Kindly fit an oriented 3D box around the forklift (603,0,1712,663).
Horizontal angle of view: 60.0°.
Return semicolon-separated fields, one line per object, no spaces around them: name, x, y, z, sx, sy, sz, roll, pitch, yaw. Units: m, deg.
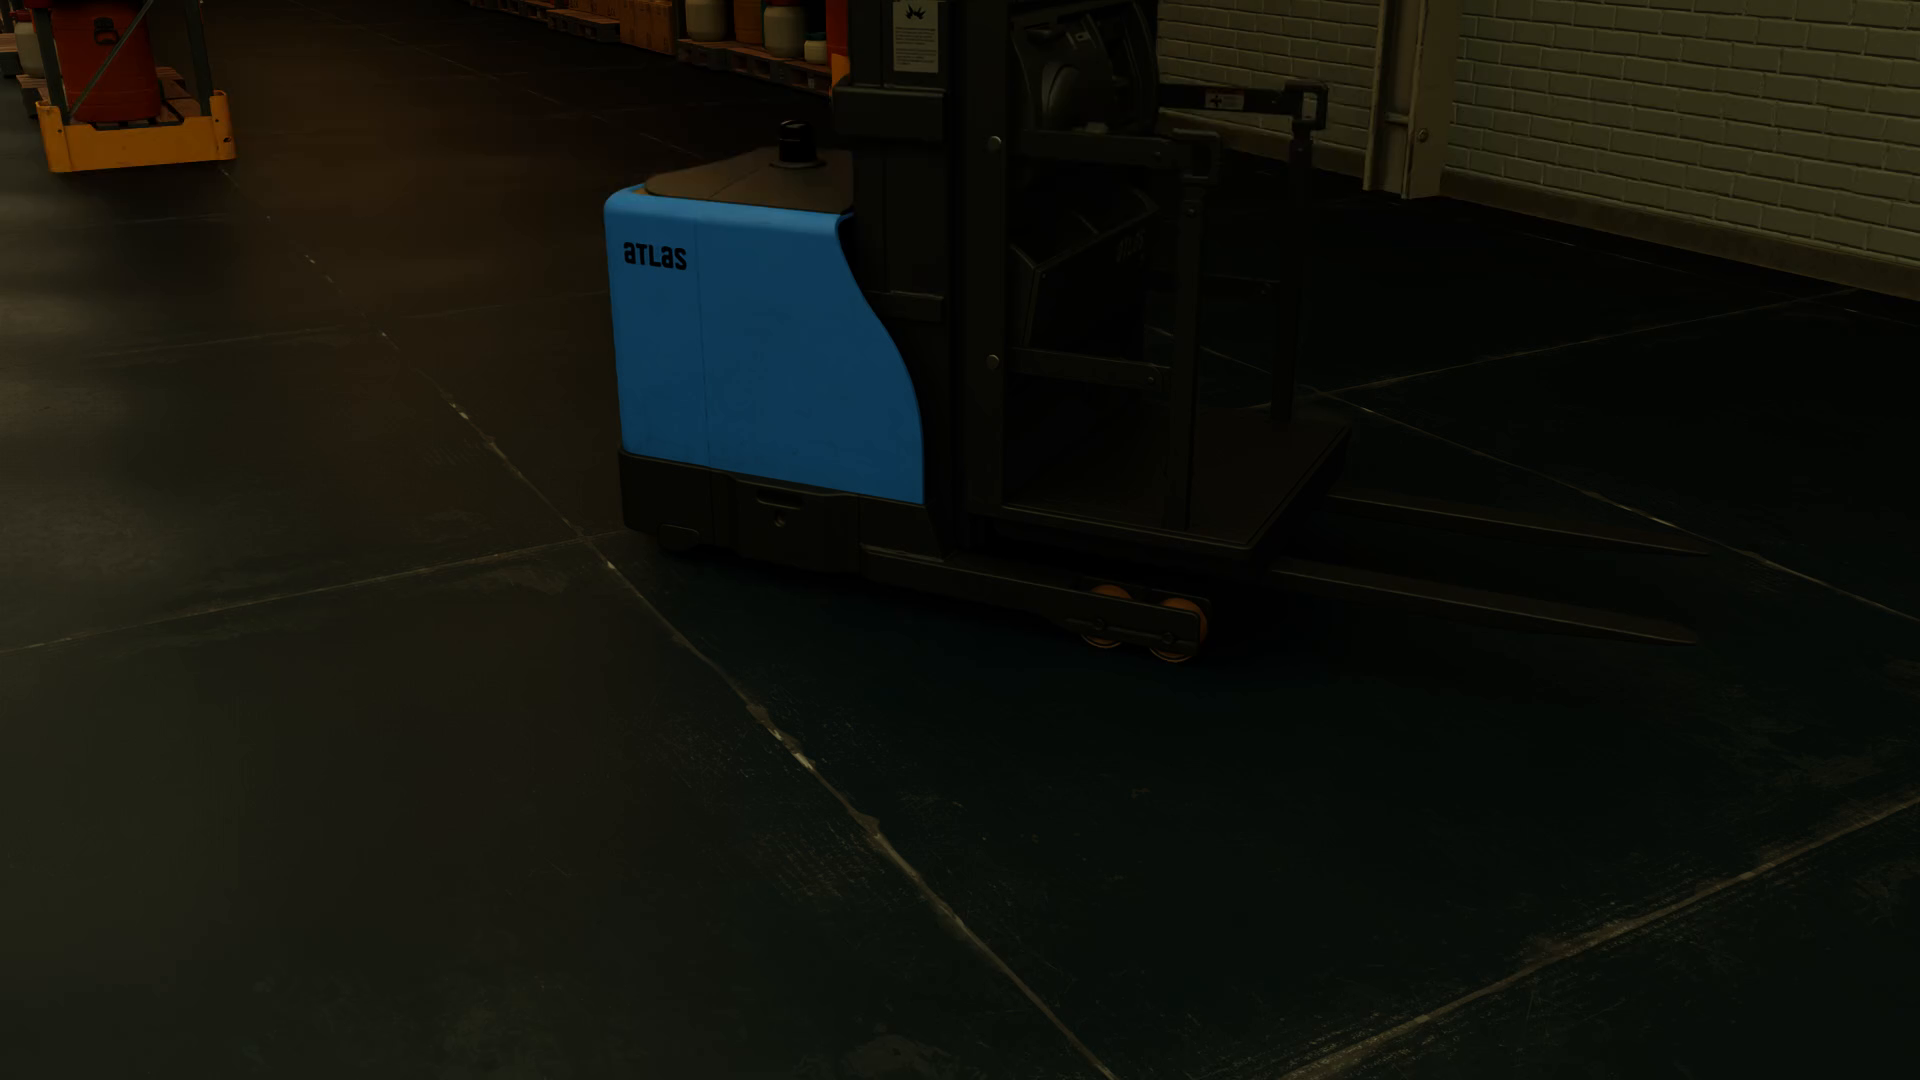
forklift;0.527;-1.265;4.357;3.031;2.935;1.130;10;24;23
